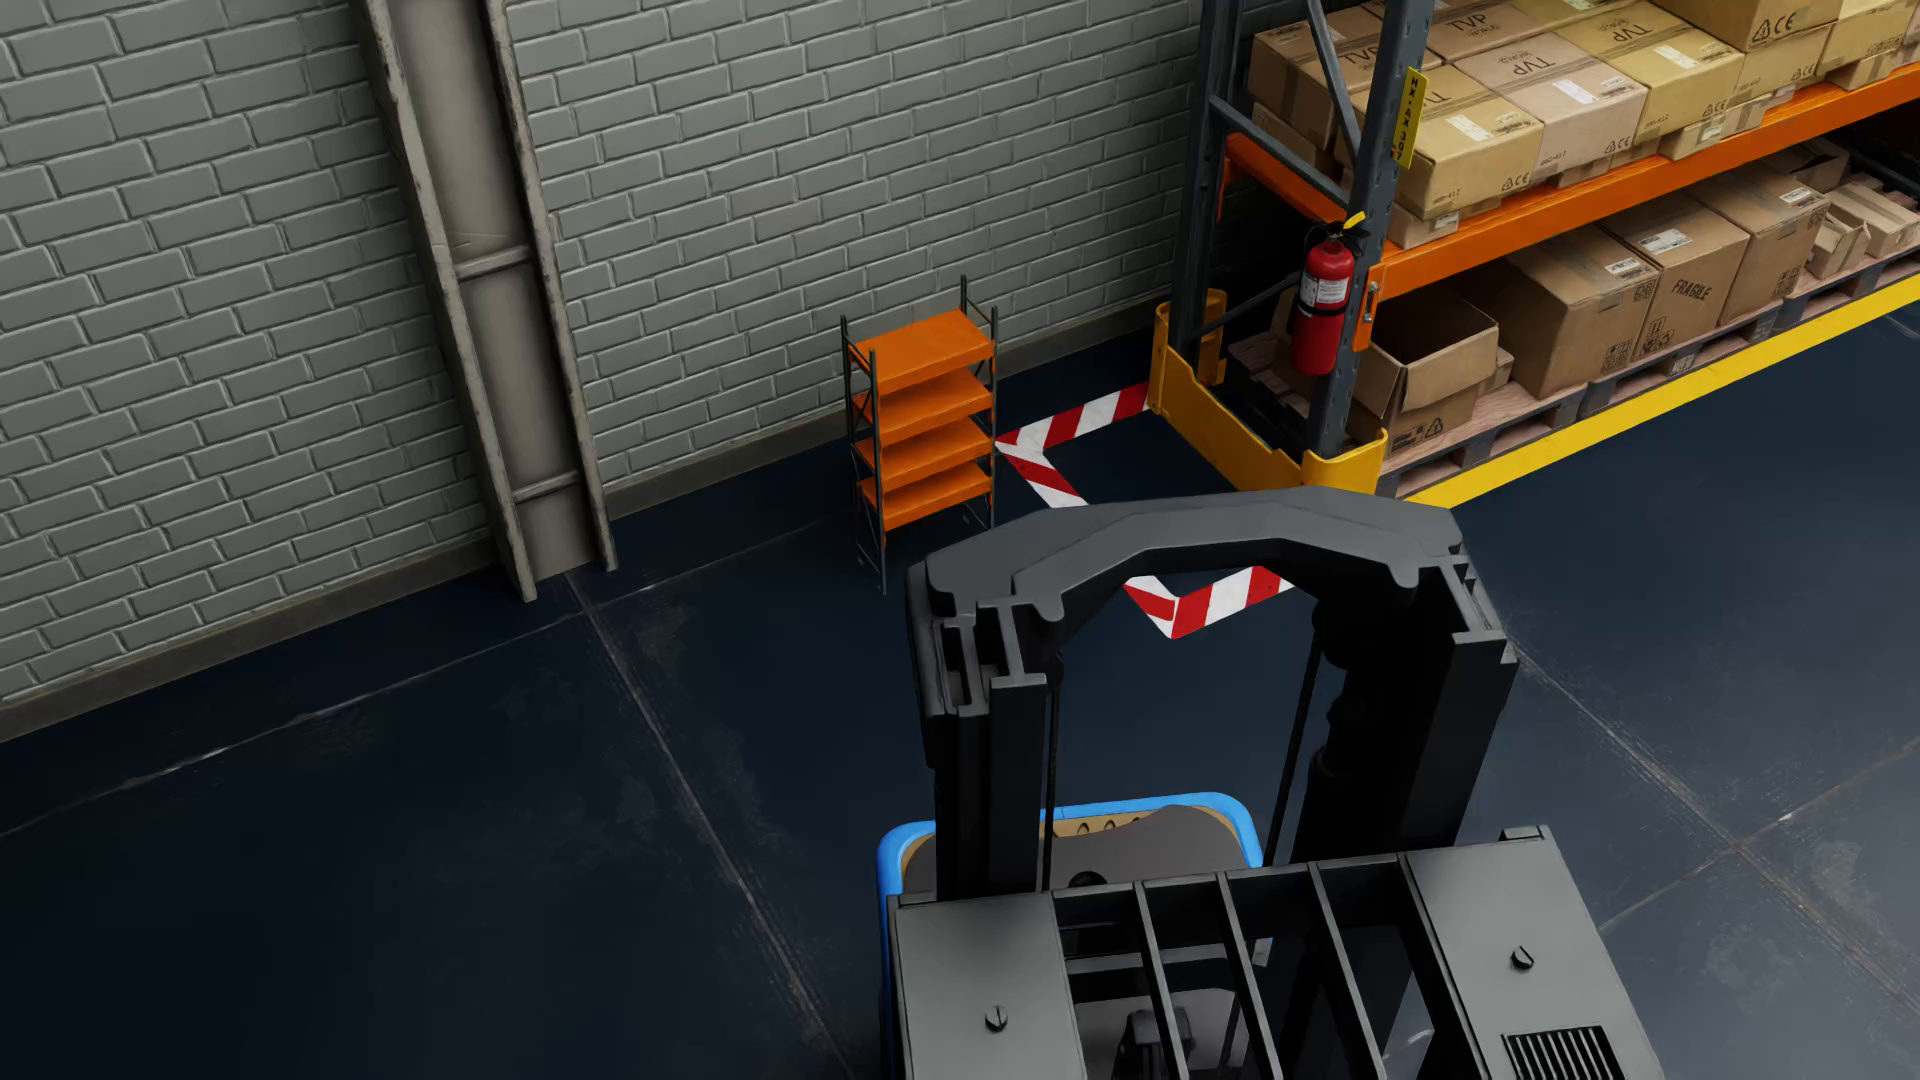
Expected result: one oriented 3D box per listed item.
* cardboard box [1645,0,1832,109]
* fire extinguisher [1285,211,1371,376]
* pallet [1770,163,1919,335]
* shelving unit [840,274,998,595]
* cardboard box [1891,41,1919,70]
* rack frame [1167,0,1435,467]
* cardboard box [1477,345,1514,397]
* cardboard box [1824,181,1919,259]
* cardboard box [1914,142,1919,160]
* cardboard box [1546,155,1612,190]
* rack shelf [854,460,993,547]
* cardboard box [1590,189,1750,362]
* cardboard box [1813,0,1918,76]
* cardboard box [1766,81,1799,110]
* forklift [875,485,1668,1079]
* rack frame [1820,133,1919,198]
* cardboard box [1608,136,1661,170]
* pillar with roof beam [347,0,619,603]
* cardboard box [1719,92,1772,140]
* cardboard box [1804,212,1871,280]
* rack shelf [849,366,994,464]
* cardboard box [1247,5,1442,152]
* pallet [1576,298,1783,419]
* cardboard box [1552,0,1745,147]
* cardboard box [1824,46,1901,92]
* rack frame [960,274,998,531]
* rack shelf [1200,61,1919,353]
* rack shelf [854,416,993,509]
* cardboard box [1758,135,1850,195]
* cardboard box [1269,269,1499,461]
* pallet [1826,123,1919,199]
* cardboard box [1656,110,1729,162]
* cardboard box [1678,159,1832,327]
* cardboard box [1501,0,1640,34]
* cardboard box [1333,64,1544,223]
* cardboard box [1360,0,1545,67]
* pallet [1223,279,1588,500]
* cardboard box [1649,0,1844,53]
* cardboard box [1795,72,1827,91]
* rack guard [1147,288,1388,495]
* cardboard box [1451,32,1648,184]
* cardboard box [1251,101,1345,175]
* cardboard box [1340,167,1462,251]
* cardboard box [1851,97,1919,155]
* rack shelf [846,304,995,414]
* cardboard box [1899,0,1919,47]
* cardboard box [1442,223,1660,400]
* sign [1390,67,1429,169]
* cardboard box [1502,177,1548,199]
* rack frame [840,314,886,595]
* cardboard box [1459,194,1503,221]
[{"bbox_3d":[3.015,-1.972,6.522,0.500,0.250,0.500,-23,49,-22],"label":"cardboard box"},{"bbox_3d":[1.282,-0.890,5.836,0.183,0.674,0.296,-22,48,-21],"label":"fire extinguisher"},{"bbox_3d":[4.052,-1.531,8.176,1.213,0.211,1.003,-22,48,-21],"label":"pallet"},{"bbox_3d":[-0.144,-0.373,6.273,0.503,1.200,0.258,-22,48,-21],"label":"shelving unit"},{"bbox_3d":[3.828,-2.133,6.974,0.250,0.149,0.380,-21,48,-20],"label":"cardboard box"},{"bbox_3d":[1.179,-1.381,6.019,0.127,3.000,1.000,-22,48,-21],"label":"rack frame"},{"bbox_3d":[2.145,-0.788,7.153,0.250,0.149,0.380,-24,49,-22],"label":"cardboard box"},{"bbox_3d":[4.311,-1.526,7.914,0.250,0.149,0.380,-23,49,-22],"label":"cardboard box"},{"bbox_3d":[5.179,-2.055,8.207,0.500,0.500,0.500,-20,48,-19],"label":"cardboard box"},{"bbox_3d":[2.259,-1.518,6.341,0.250,0.149,0.380,-20,48,-20],"label":"cardboard box"},{"bbox_3d":[-0.144,-0.182,6.458,0.480,0.148,0.258,-22,48,-21],"label":"rack shelf"},{"bbox_3d":[3.026,-1.186,7.312,0.500,0.500,0.500,-21,48,-20],"label":"cardboard box"},{"bbox_3d":[3.462,-2.150,6.706,0.500,0.250,0.500,-22,48,-21],"label":"cardboard box"},{"bbox_3d":[3.150,-1.891,6.725,0.250,0.149,0.380,-22,48,-21],"label":"cardboard box"},{"bbox_3d":[0.459,1.456,3.145,1.130,2.935,3.031,-5,44,-5],"label":"forklift"},{"bbox_3d":[4.648,-2.769,7.449,0.127,3.000,1.000,-22,48,-21],"label":"rack frame"},{"bbox_3d":[2.486,-1.614,6.440,0.250,0.149,0.380,-21,48,-20],"label":"cardboard box"},{"bbox_3d":[0.537,-0.543,0.848,0.400,9.000,9.100,-22,48,-21],"label":"pillar with roof beam"},{"bbox_3d":[2.961,-1.760,6.590,0.250,0.149,0.380,-21,48,-20],"label":"cardboard box"},{"bbox_3d":[4.001,-1.444,7.746,0.258,0.266,0.396,-20,48,-20],"label":"cardboard box"},{"bbox_3d":[-0.144,-0.485,6.164,0.480,0.148,0.258,-22,48,-21],"label":"rack shelf"},{"bbox_3d":[1.446,-1.754,6.298,0.500,0.250,0.500,-20,48,-20],"label":"cardboard box"},{"bbox_3d":[2.993,-1.104,7.737,1.213,0.211,1.003,-22,48,-21],"label":"pallet"},{"bbox_3d":[2.582,-1.782,6.326,0.500,0.250,0.500,-23,49,-22],"label":"cardboard box"},{"bbox_3d":[3.620,-2.027,6.866,0.250,0.149,0.380,-22,48,-22],"label":"cardboard box"},{"bbox_3d":[0.068,-0.458,6.360,0.015,1.200,0.240,-22,48,-21],"label":"rack frame"},{"bbox_3d":[2.914,-1.817,6.985,4.000,0.370,1.077,-22,48,-21],"label":"rack shelf"},{"bbox_3d":[-0.144,-0.325,6.320,0.480,0.148,0.258,-22,48,-21],"label":"rack shelf"},{"bbox_3d":[3.957,-1.868,8.150,0.500,0.311,0.500,-20,48,-20],"label":"cardboard box"},{"bbox_3d":[1.757,-0.791,6.902,0.637,0.503,0.797,-24,49,-22],"label":"cardboard box"},{"bbox_3d":[5.334,-2.073,8.735,1.213,0.211,1.003,-22,48,-21],"label":"pallet"},{"bbox_3d":[2.743,-1.656,6.483,0.250,0.149,0.380,-23,49,-22],"label":"cardboard box"},{"bbox_3d":[3.418,-1.423,7.556,0.500,0.500,0.700,-24,49,-22],"label":"cardboard box"},{"bbox_3d":[2.325,-2.101,6.655,0.500,0.250,0.500,-20,48,-20],"label":"cardboard box"},{"bbox_3d":[1.707,-1.429,5.963,0.500,0.250,0.500,-22,48,-21],"label":"cardboard box"},{"bbox_3d":[1.894,-1.932,6.481,0.500,0.250,0.500,-22,48,-21],"label":"cardboard box"},{"bbox_3d":[1.936,-0.684,7.303,1.213,0.211,1.003,-22,48,-21],"label":"pallet"},{"bbox_3d":[3.007,-2.219,6.238,0.500,0.500,0.500,-21,48,-20],"label":"cardboard box"},{"bbox_3d":[3.341,-2.005,6.843,0.250,0.149,0.380,-21,48,-20],"label":"cardboard box"},{"bbox_3d":[1.245,-0.511,6.917,0.348,0.500,1.175,-22,48,-21],"label":"rack guard"},{"bbox_3d":[2.144,-1.604,6.143,0.500,0.250,0.500,-21,48,-21],"label":"cardboard box"},{"bbox_3d":[1.333,-1.568,6.392,0.250,0.149,0.380,-22,48,-21],"label":"cardboard box"},{"bbox_3d":[1.601,-1.239,6.054,0.250,0.149,0.380,-22,48,-21],"label":"cardboard box"},{"bbox_3d":[4.926,-2.372,8.533,0.500,0.500,0.500,-22,48,-21],"label":"cardboard box"},{"bbox_3d":[-0.144,-0.655,5.999,0.480,0.148,0.258,-22,48,-21],"label":"rack shelf"},{"bbox_3d":[3.901,-2.315,6.876,0.500,0.250,0.500,-22,48,-21],"label":"cardboard box"},{"bbox_3d":[2.518,-1.063,7.185,0.500,0.500,0.700,-20,48,-19],"label":"cardboard box"},{"bbox_3d":[1.450,-1.364,5.380,0.005,0.325,0.100,-22,48,-21],"label":"sign"},{"bbox_3d":[2.009,-1.468,6.289,0.250,0.149,0.380,-22,48,-21],"label":"cardboard box"},{"bbox_3d":[-0.355,-0.288,6.186,0.015,1.200,0.240,-22,48,-21],"label":"rack frame"},{"bbox_3d":[1.799,-1.356,6.173,0.250,0.149,0.380,-21,48,-20],"label":"cardboard box"}]
